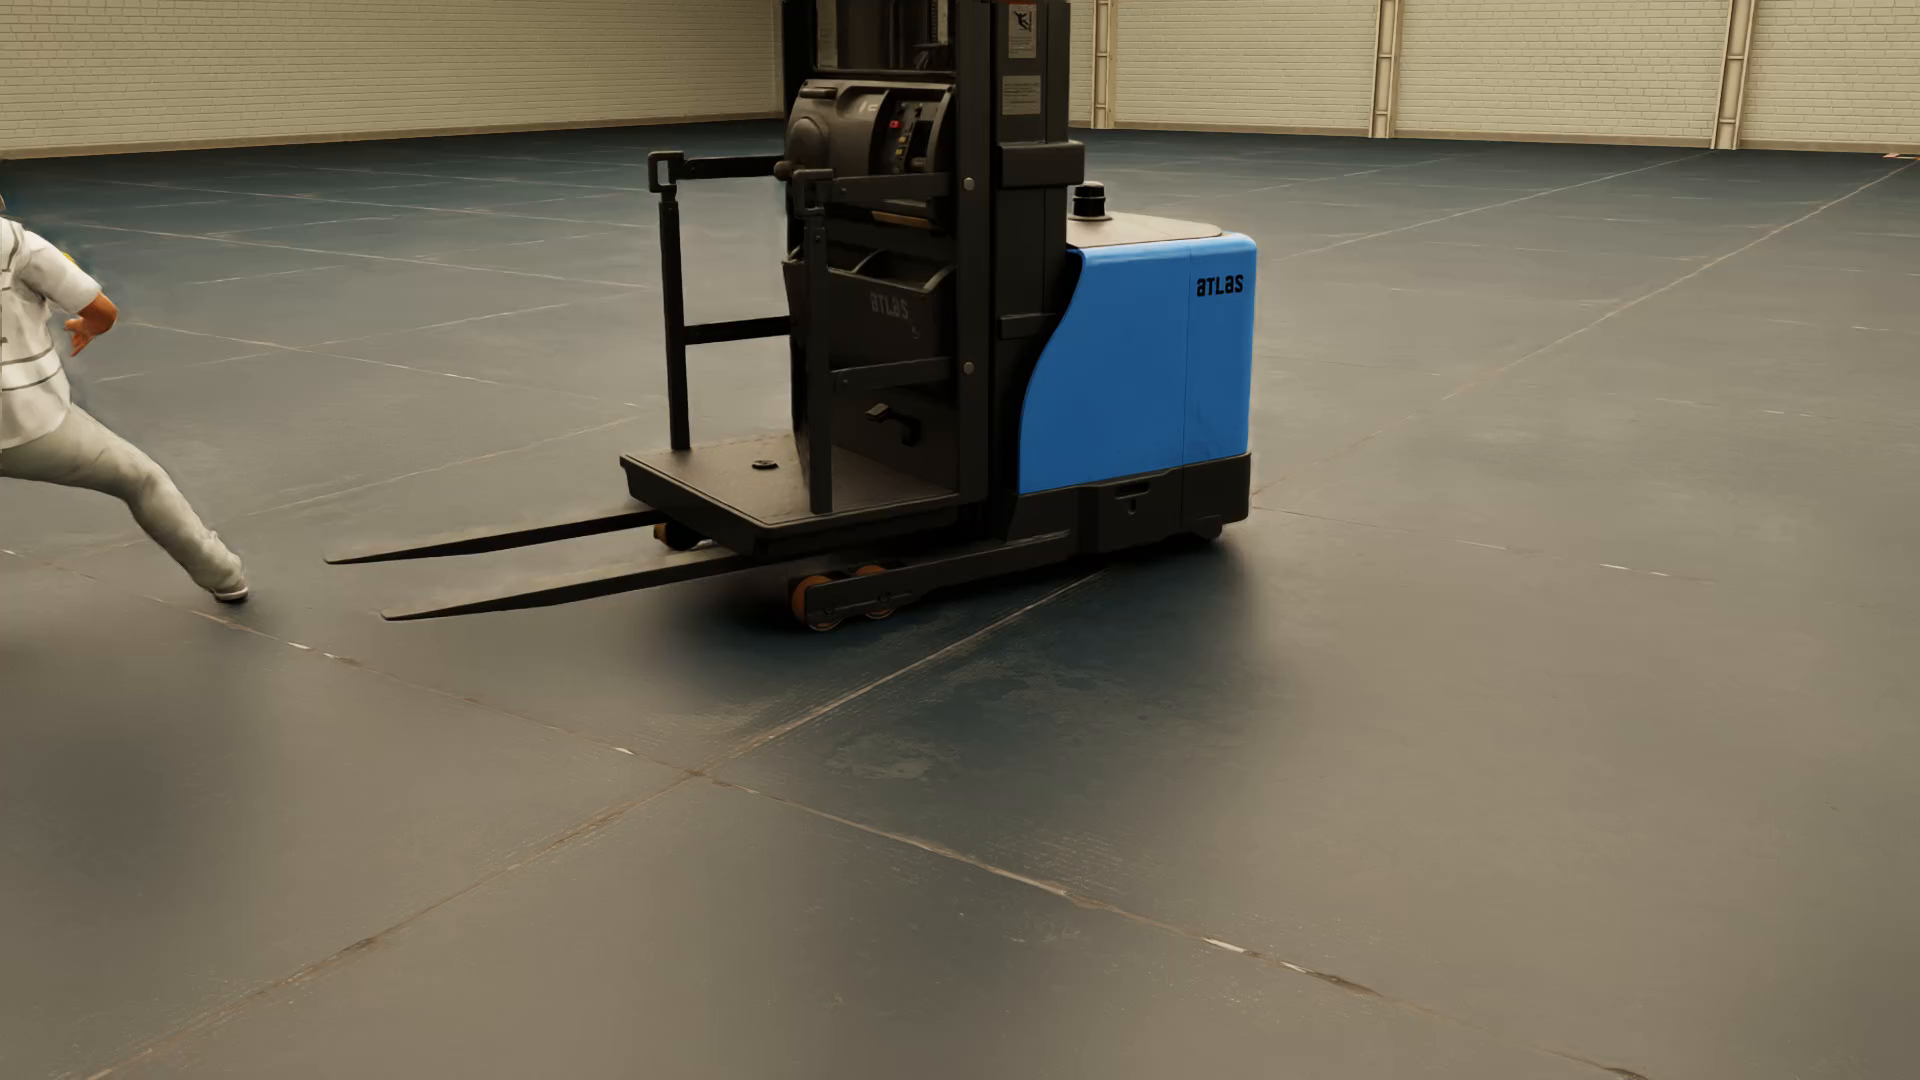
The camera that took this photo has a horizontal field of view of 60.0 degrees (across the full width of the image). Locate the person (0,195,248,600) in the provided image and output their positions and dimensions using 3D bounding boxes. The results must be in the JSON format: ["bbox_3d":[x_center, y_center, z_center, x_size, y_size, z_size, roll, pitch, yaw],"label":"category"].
[{"bbox_3d":[-2.833,-0.416,4.795,1.253,1.455,0.809,-5,17,-15],"label":"person"}]

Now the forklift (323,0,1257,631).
[{"bbox_3d":[-0.471,-1.300,5.180,3.031,2.935,1.130,-11,20,-32],"label":"forklift"}]
